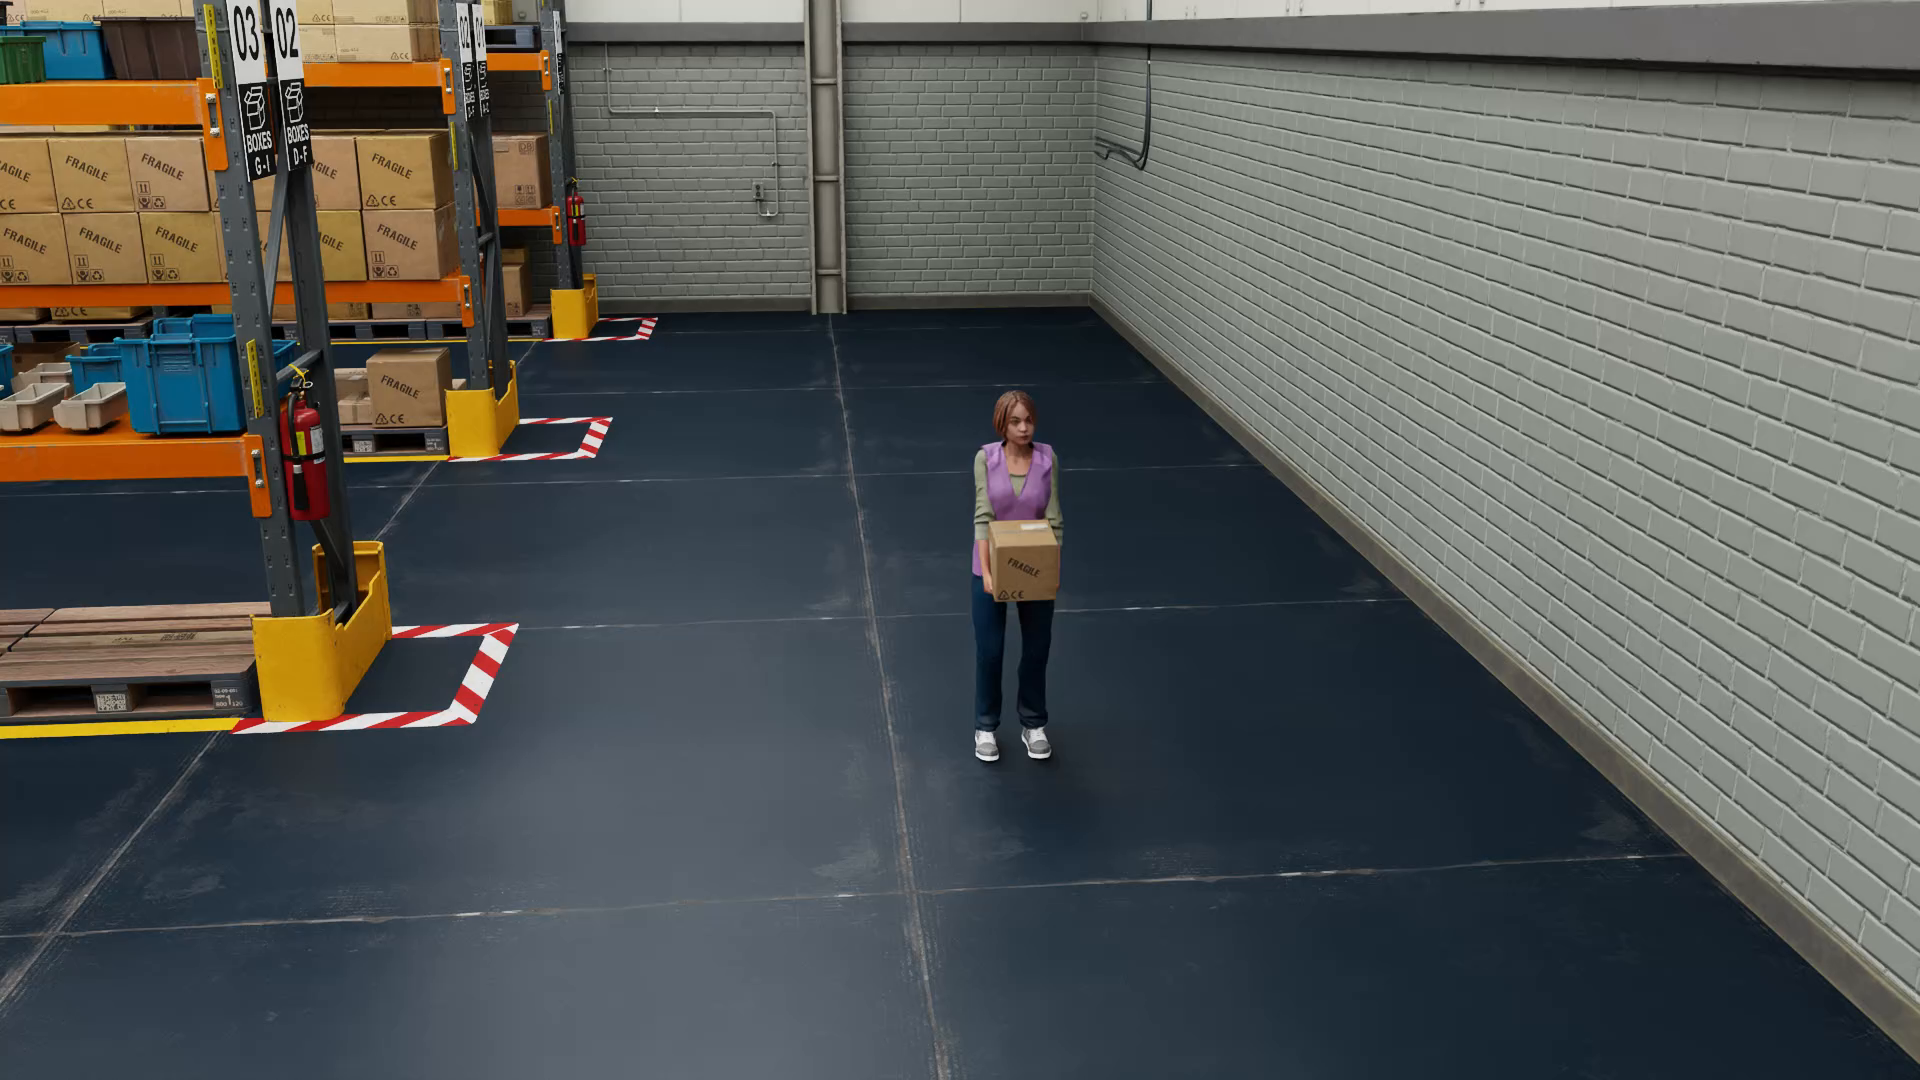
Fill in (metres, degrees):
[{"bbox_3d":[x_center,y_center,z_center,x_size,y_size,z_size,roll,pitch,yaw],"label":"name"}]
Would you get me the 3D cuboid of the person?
[{"bbox_3d":[0.233,0.266,7.089,0.375,1.372,0.362,-2,17,-6],"label":"person"}]
